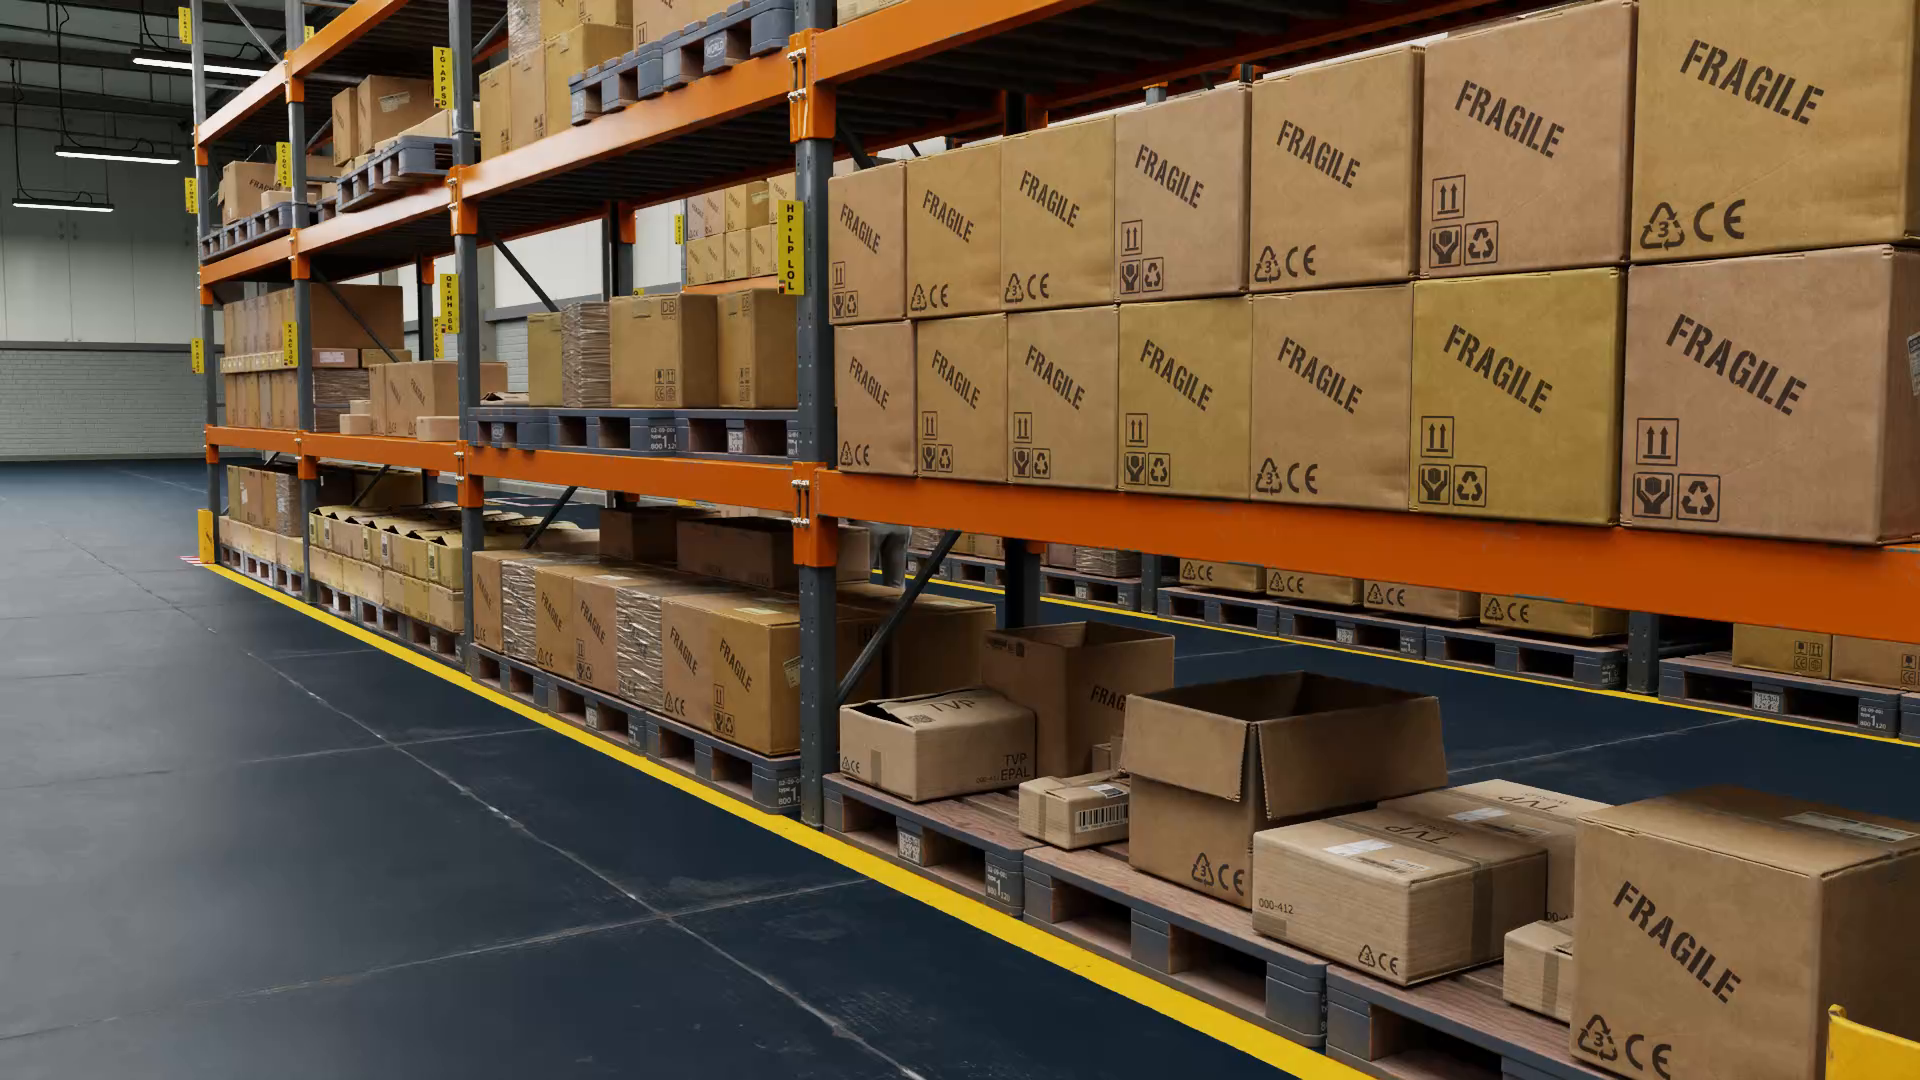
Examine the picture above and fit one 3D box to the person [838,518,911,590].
[{"bbox_3d":[-0.477,-0.075,9.450,0.531,1.663,0.371,-4,6,-36],"label":"person"}]
